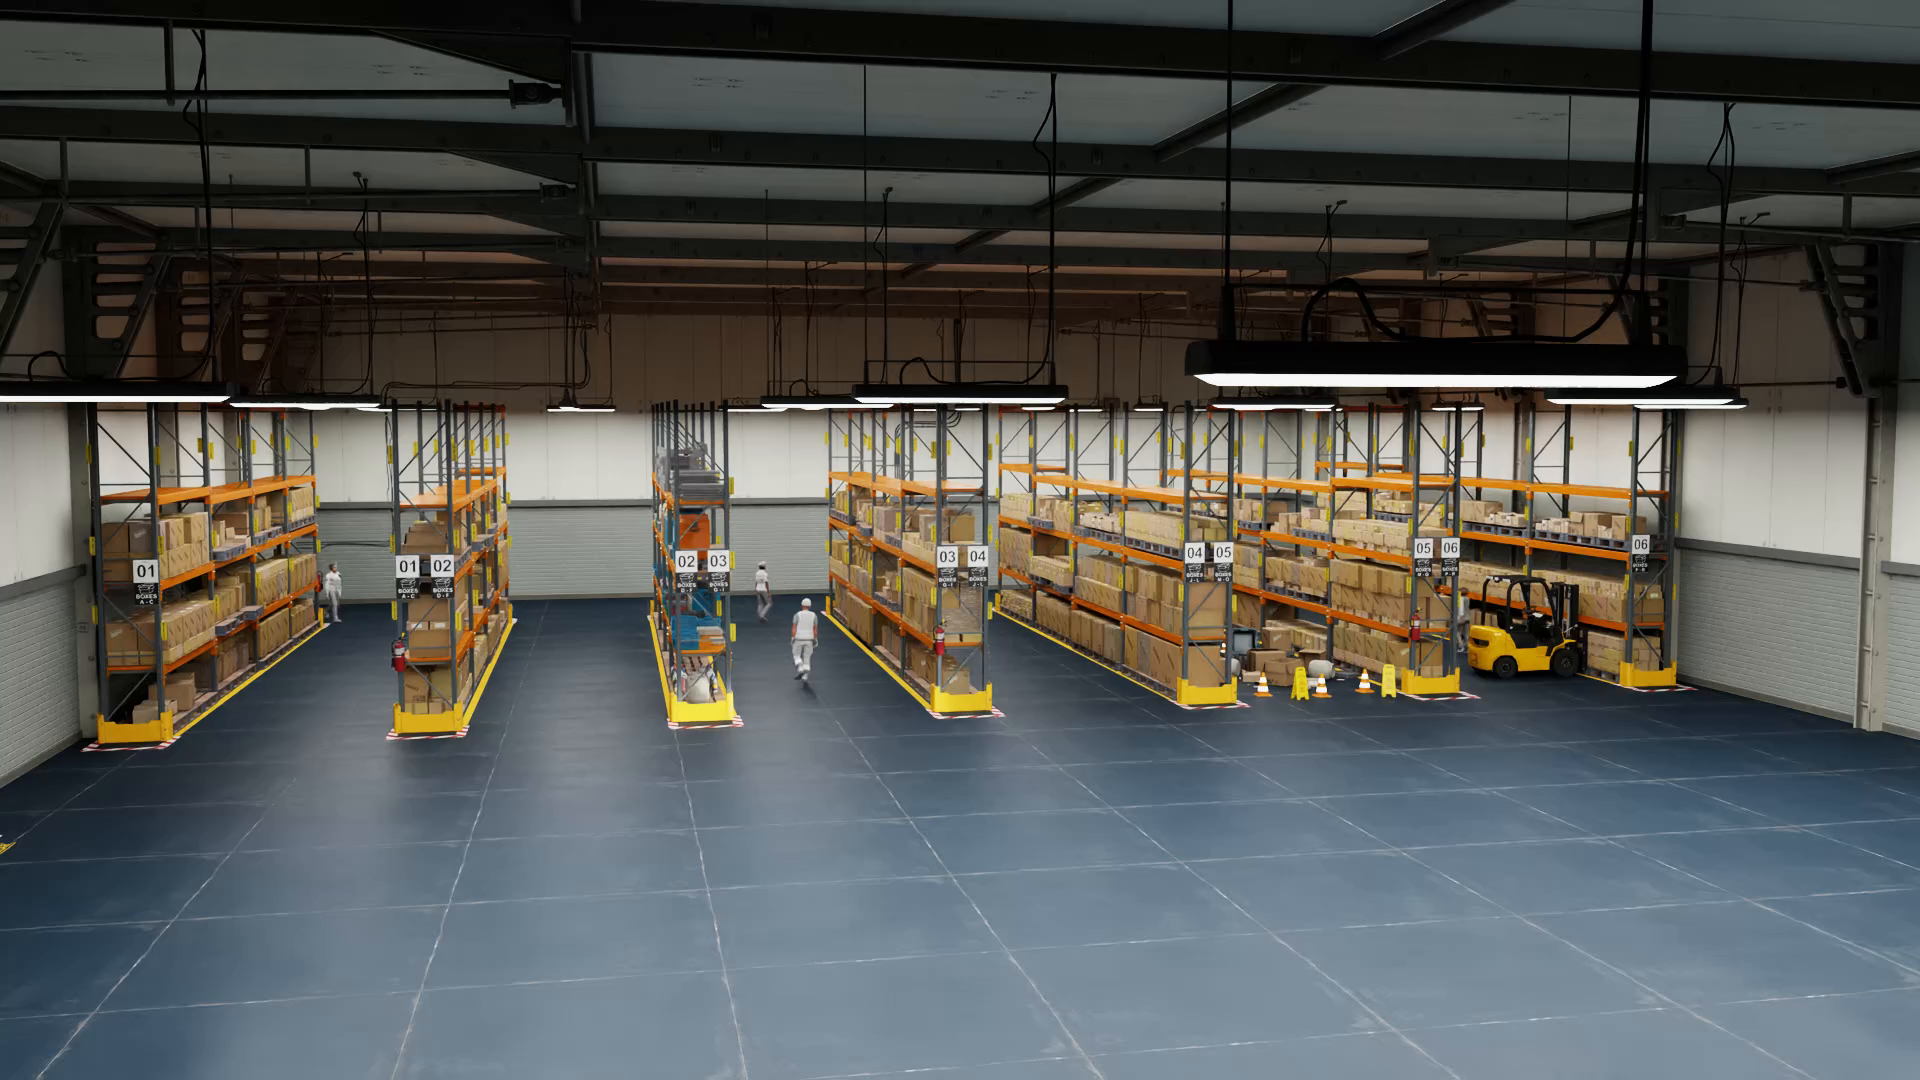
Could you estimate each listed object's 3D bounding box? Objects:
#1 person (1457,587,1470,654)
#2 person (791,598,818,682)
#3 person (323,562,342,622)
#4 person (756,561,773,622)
[{"bbox_3d":[12.081,1.936,39.812,0.441,1.622,0.441,-3,5,-38],"label":"person"},{"bbox_3d":[-3.320,2.145,35.529,0.588,1.783,0.511,-1,4,-11],"label":"person"},{"bbox_3d":[-17.363,1.425,45.982,0.821,1.641,0.486,2,5,25],"label":"person"},{"bbox_3d":[-5.452,1.436,45.817,0.491,1.676,0.459,3,5,38],"label":"person"}]
